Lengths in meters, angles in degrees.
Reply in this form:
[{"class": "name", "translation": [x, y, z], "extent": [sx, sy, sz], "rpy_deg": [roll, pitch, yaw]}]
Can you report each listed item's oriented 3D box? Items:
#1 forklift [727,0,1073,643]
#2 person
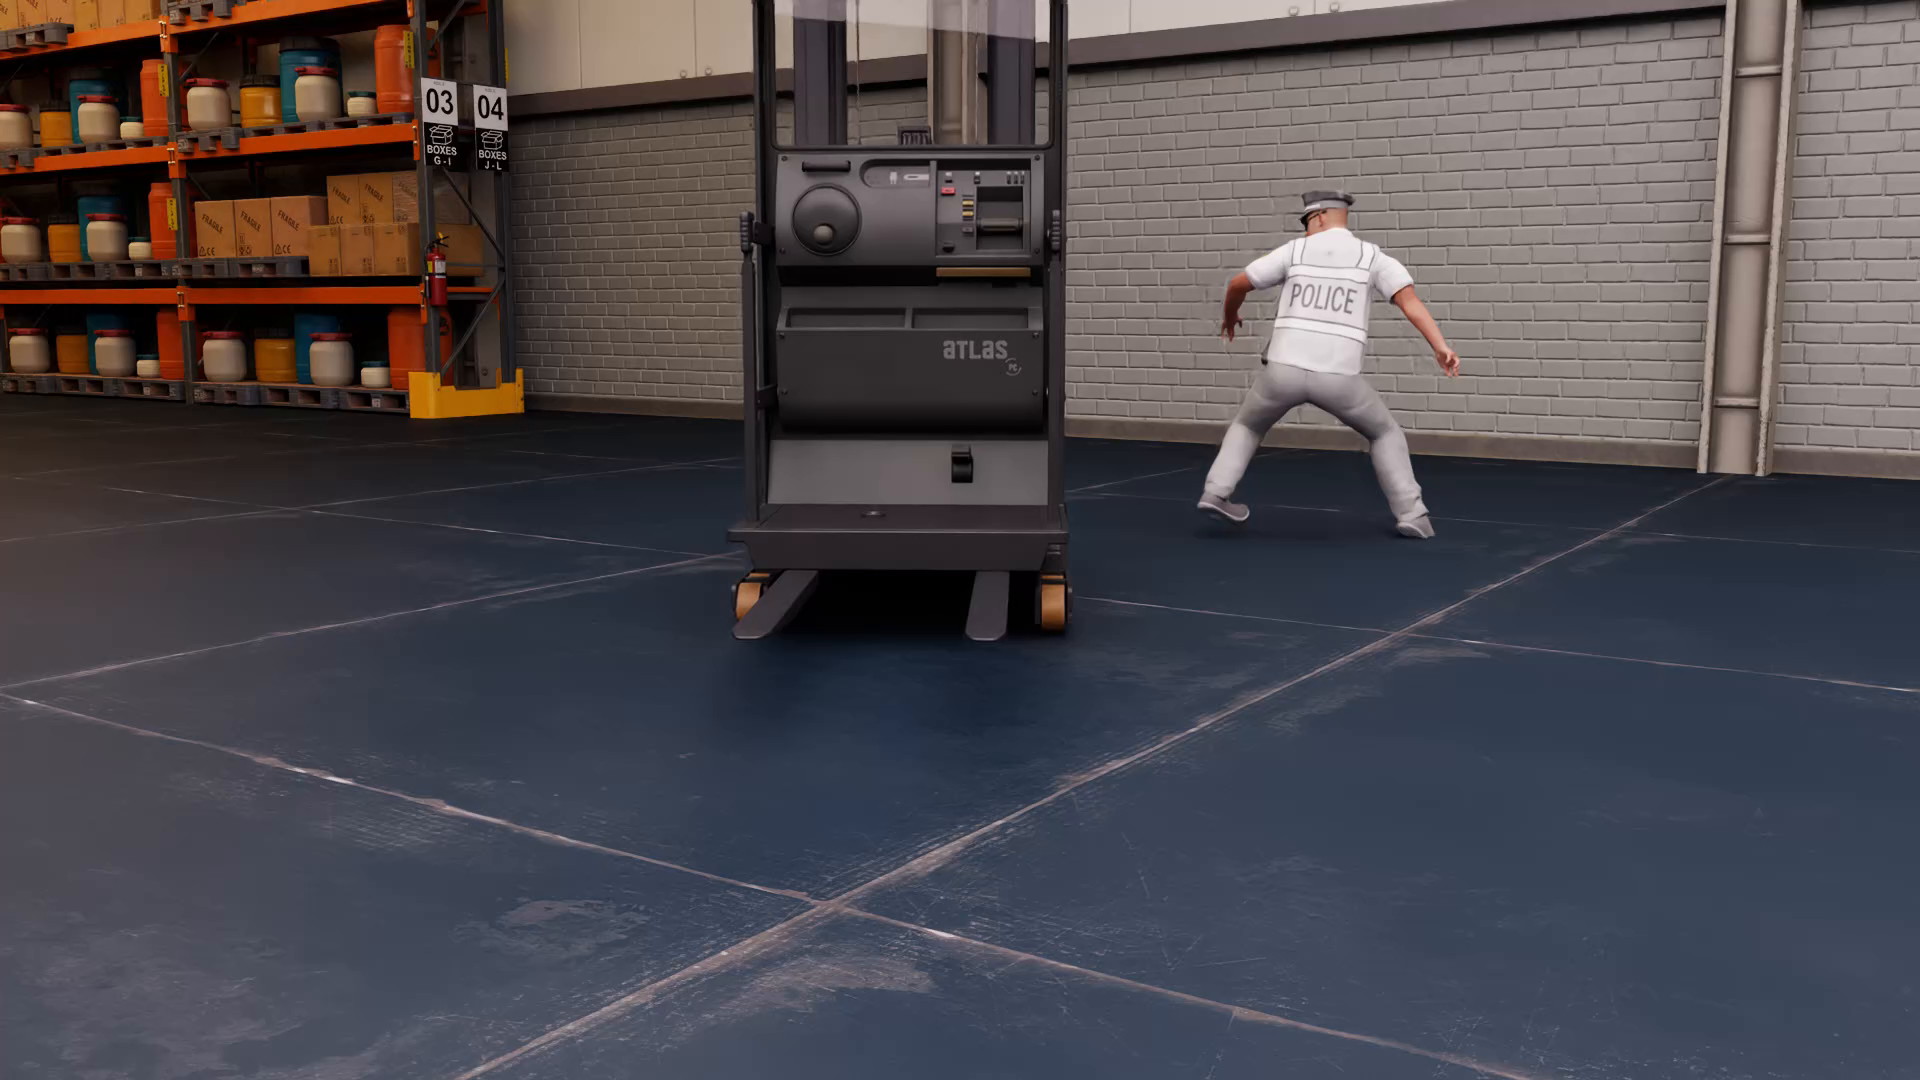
[{"class": "forklift", "translation": [-0.180, -1.191, 5.568], "extent": [1.130, 2.935, 3.031], "rpy_deg": [0, 8, 2]}, {"class": "person", "translation": [1.717, -0.751, 7.651], "extent": [1.150, 1.705, 0.552], "rpy_deg": [3, 9, 21]}]
